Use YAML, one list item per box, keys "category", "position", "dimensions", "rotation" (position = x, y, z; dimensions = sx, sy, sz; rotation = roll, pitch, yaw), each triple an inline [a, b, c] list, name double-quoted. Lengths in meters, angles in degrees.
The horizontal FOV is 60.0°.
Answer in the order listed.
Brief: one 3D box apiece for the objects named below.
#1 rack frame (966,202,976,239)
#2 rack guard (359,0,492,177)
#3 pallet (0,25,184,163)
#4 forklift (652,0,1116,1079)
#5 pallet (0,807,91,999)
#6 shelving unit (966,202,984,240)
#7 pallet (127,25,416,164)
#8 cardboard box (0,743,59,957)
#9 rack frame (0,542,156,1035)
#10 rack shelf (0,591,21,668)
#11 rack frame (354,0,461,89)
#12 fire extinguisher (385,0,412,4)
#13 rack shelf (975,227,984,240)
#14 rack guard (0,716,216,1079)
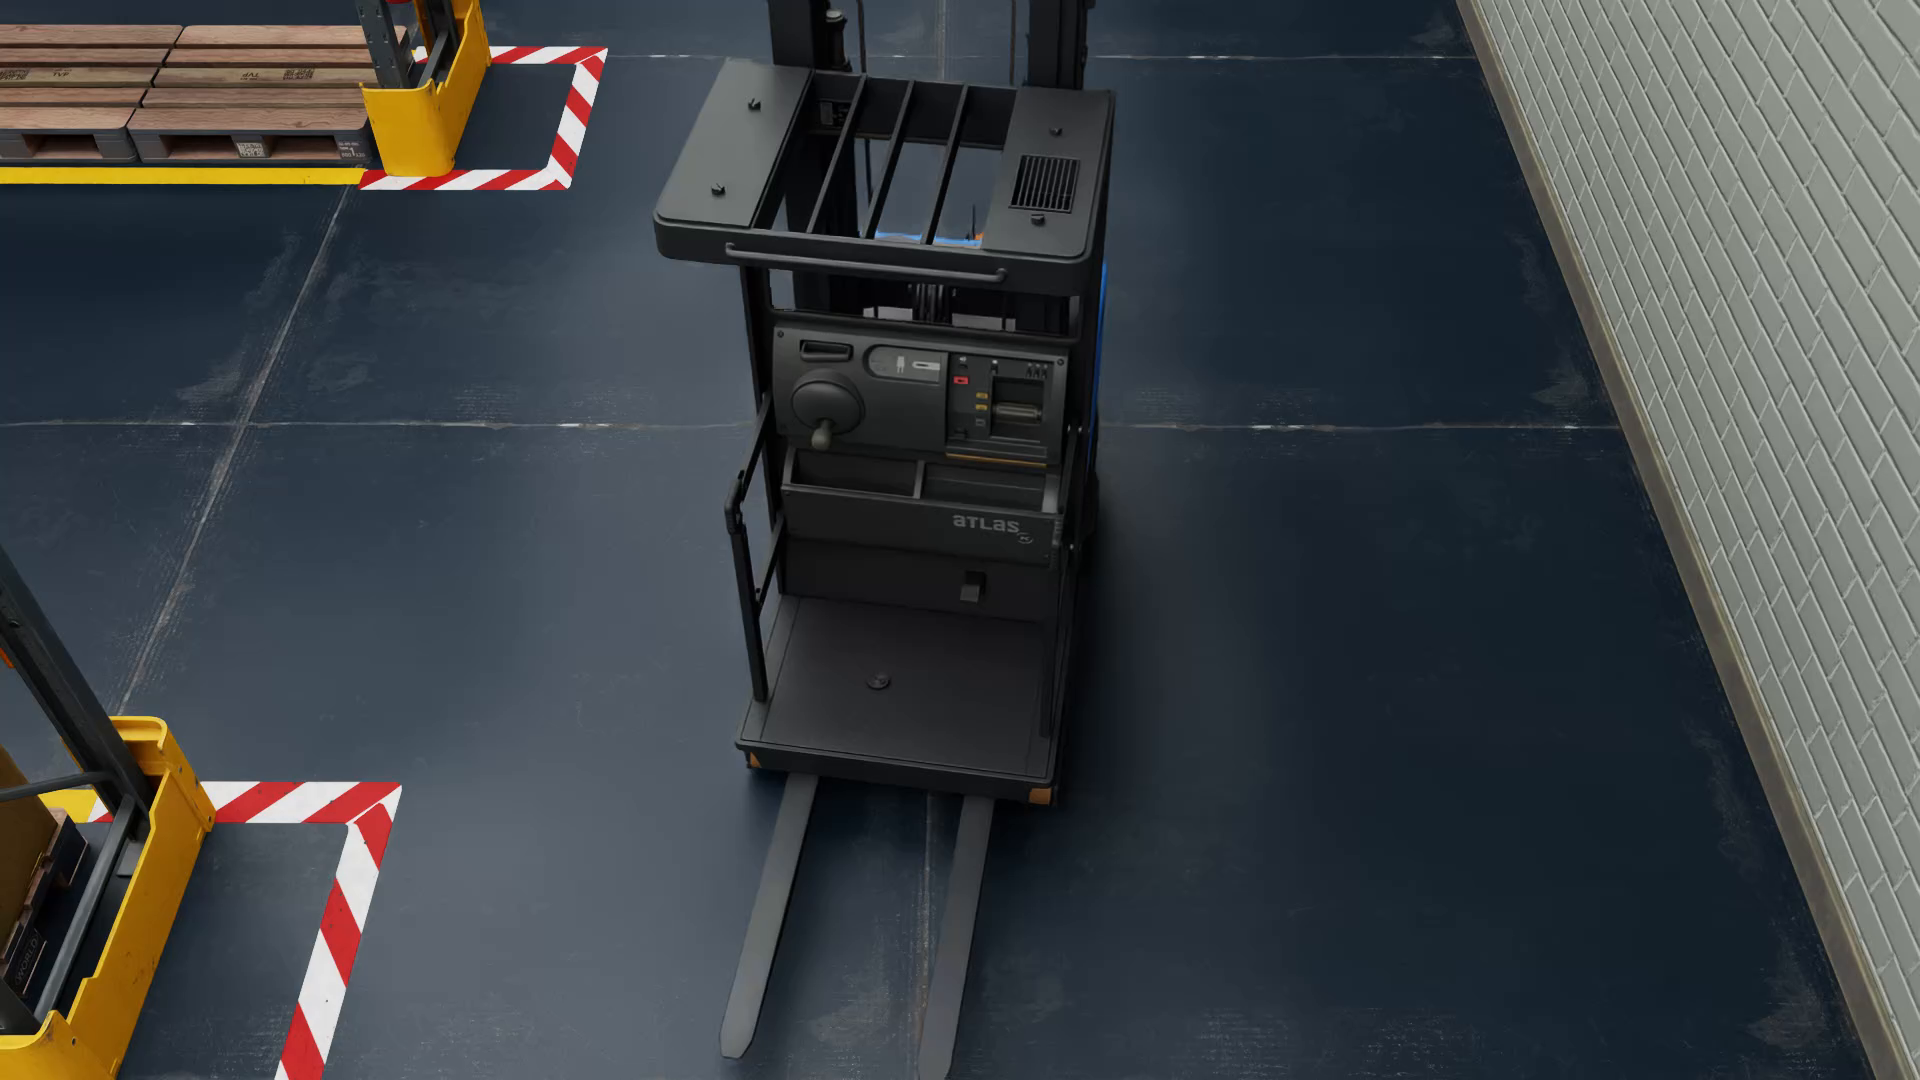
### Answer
- category: "rack frame"
  position: [0.043, -0.902, 6.872]
  dimensions: [0.008, 1.050, 0.200]
  rotation: [6, 47, 6]
- category: "rack guard"
  position: [-2.770, -2.449, 8.688]
  dimensions: [0.348, 0.500, 1.175]
  rotation: [0, 47, 0]
- category: "pallet"
  position: [-4.836, -2.378, 8.819]
  dimensions: [1.213, 0.211, 1.003]
  rotation: [0, 47, 0]
- category: "forklift"
  position: [-0.159, -0.352, 5.075]
  dimensions: [1.130, 2.935, 3.031]
  rotation: [6, 47, 6]
- category: "pallet"
  position: [-3.612, 1.339, 5.359]
  dimensions: [1.213, 0.211, 1.003]
  rotation: [0, 47, 0]
- category: "shelving unit"
  position: [0.164, -0.888, 6.860]
  dimensions: [0.252, 1.050, 0.215]
  rotation: [6, 47, 6]
- category: "pallet"
  position: [-3.619, -2.372, 8.814]
  dimensions: [1.213, 0.211, 1.003]
  rotation: [0, 47, 0]
- category: "cardboard box"
  position: [-3.453, 0.972, 4.961]
  dimensions: [0.875, 0.875, 0.875]
  rotation: [0, 47, 0]
- category: "rack frame"
  position: [-2.813, 0.334, 4.390]
  dimensions: [0.127, 3.000, 1.000]
  rotation: [0, 47, 0]
- category: "rack shelf"
  position: [-4.813, 0.574, 4.658]
  dimensions: [4.000, 0.370, 1.077]
  rotation: [0, 47, 0]
- category: "rack frame"
  position: [-2.794, -3.292, 7.764]
  dimensions: [0.127, 3.000, 1.000]
  rotation: [0, 47, 0]
- category: "fire extinguisher"
  position: [-2.645, -2.805, 7.619]
  dimensions: [0.183, 0.674, 0.296]
  rotation: [0, 47, 0]
- category: "rack shelf"
  position: [0.164, -1.075, 6.660]
  dimensions: [0.240, 0.259, 0.215]
  rotation: [6, 47, 6]
- category: "rack guard"
  position: [-2.789, 1.186, 5.305]
  dimensions: [0.348, 0.500, 1.175]
  rotation: [0, 47, 0]
